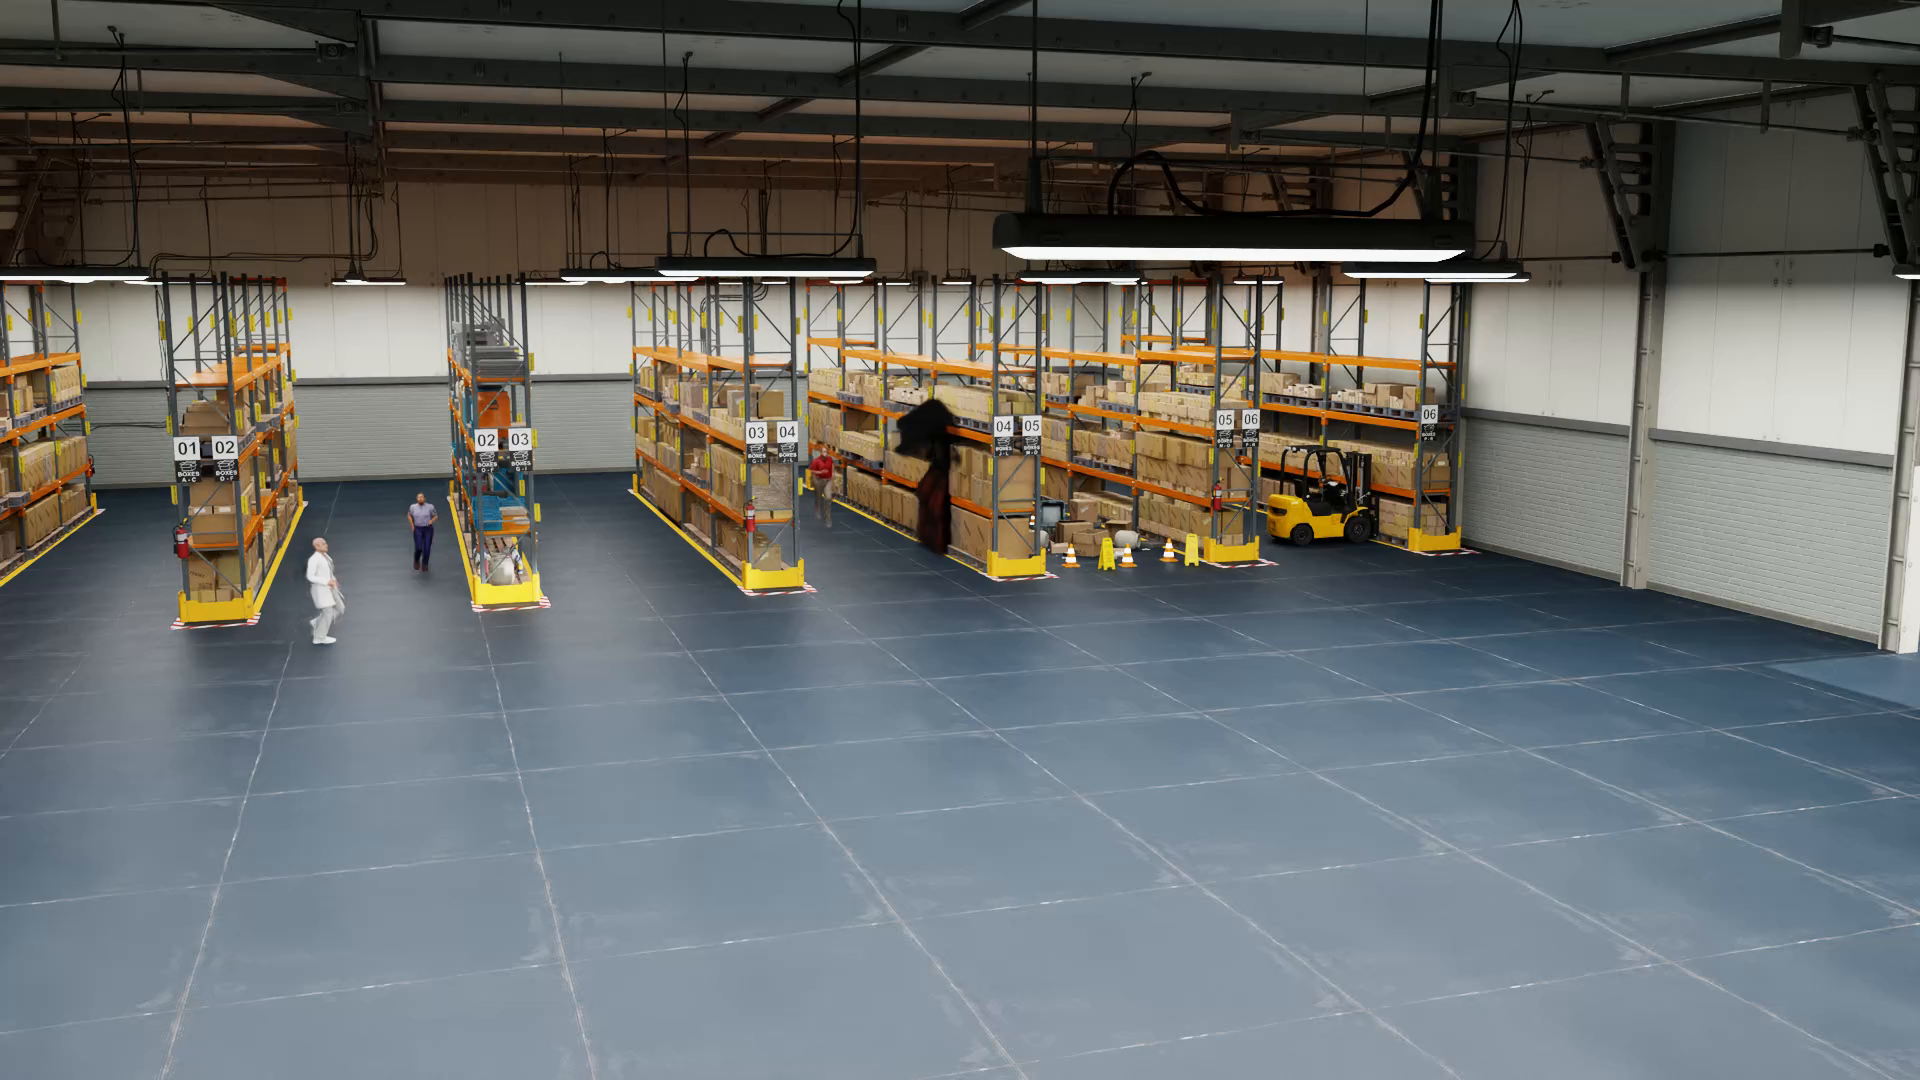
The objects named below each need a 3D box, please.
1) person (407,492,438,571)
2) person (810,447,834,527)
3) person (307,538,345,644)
[{"bbox_3d":[-10.912,-0.166,33.818,0.587,1.613,0.575,-3,9,-19],"label":"person"},{"bbox_3d":[-3.223,-1.258,39.127,0.686,1.860,0.840,-5,10,-28],"label":"person"},{"bbox_3d":[-10.260,0.819,26.881,0.627,1.731,0.686,1,9,4],"label":"person"}]
